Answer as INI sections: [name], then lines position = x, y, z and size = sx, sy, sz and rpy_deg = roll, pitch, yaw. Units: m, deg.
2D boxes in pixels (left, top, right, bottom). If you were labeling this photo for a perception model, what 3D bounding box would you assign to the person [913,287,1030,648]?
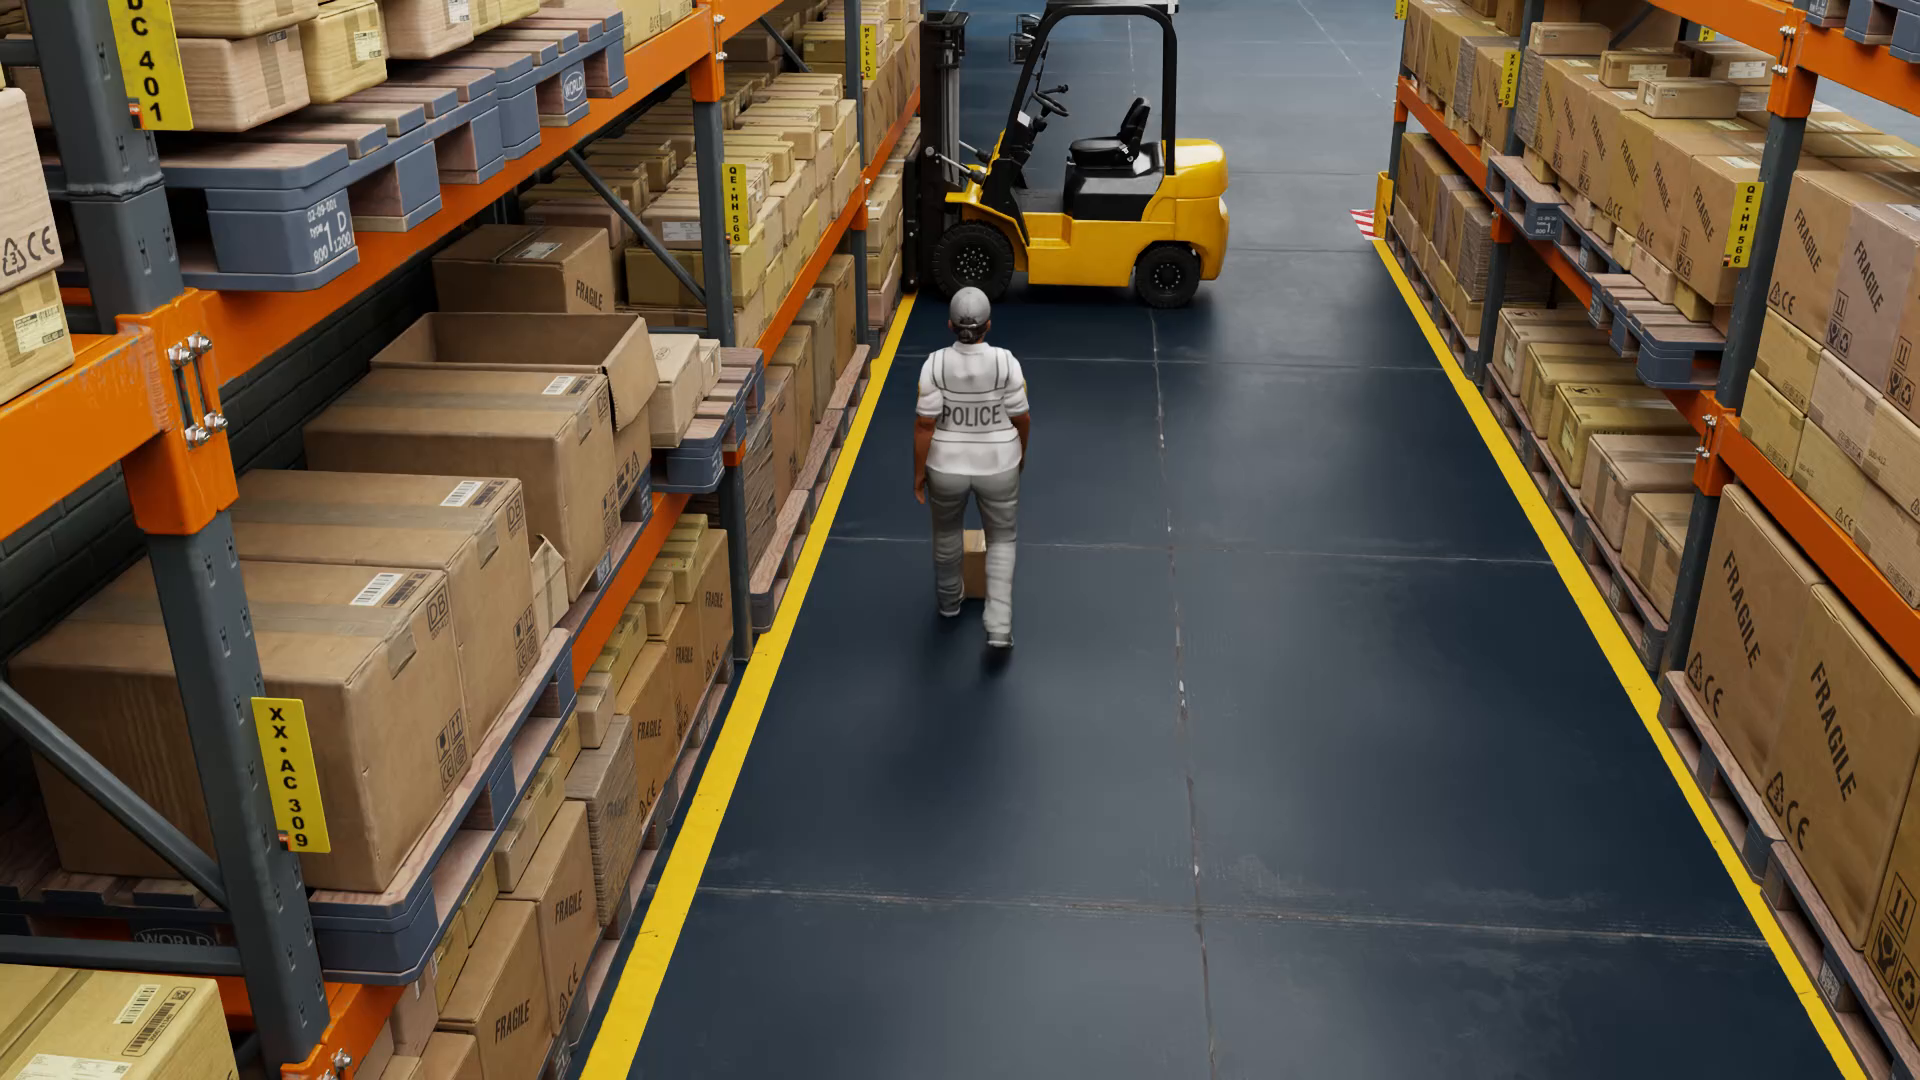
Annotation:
[person]
position = 0.054, -0.338, 7.349
size = 0.507, 1.636, 0.773
rpy_deg = 1, 25, 3
